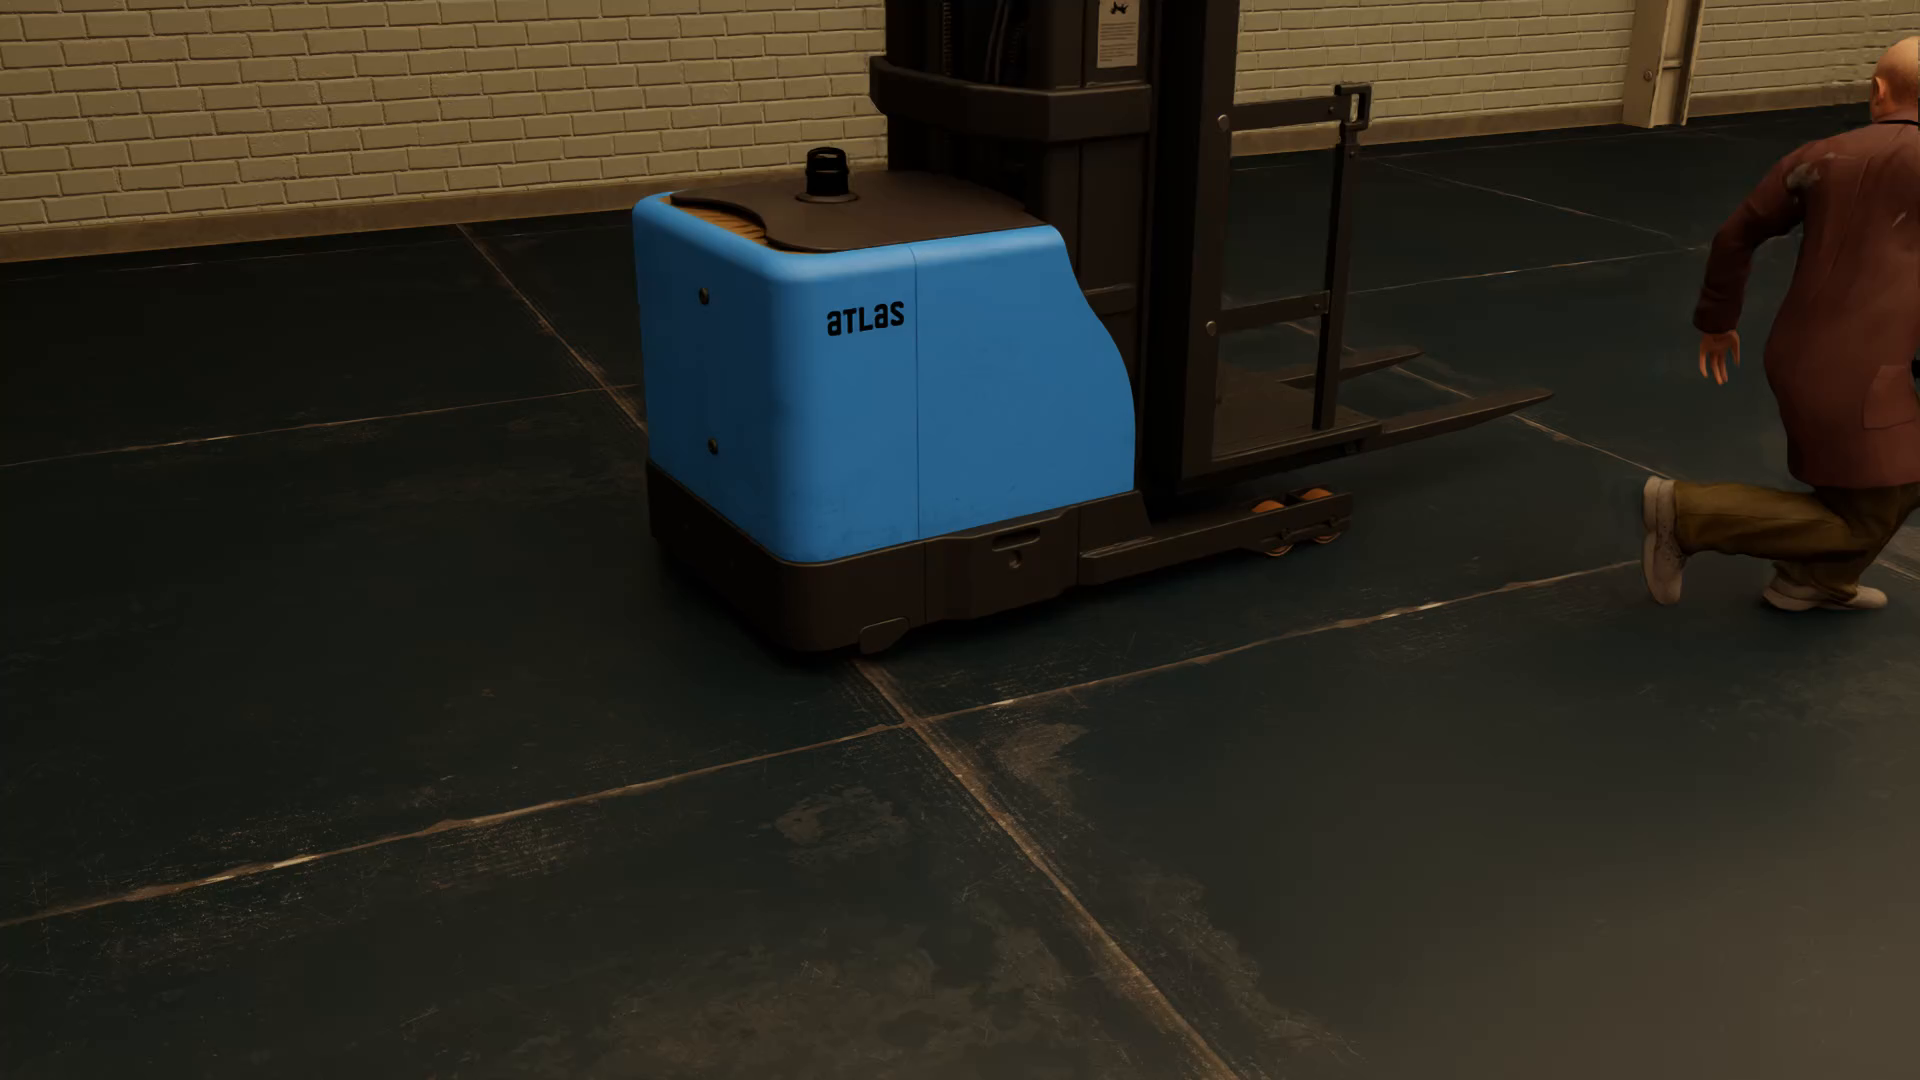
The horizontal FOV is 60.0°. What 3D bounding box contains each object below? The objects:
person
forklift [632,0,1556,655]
[{"bbox_3d":[2.294,-0.520,4.403,0.864,1.552,0.712,-1,23,-2],"label":"person"},{"bbox_3d":[0.601,-1.462,4.805,3.031,2.935,1.130,-13,26,-29],"label":"forklift"}]
